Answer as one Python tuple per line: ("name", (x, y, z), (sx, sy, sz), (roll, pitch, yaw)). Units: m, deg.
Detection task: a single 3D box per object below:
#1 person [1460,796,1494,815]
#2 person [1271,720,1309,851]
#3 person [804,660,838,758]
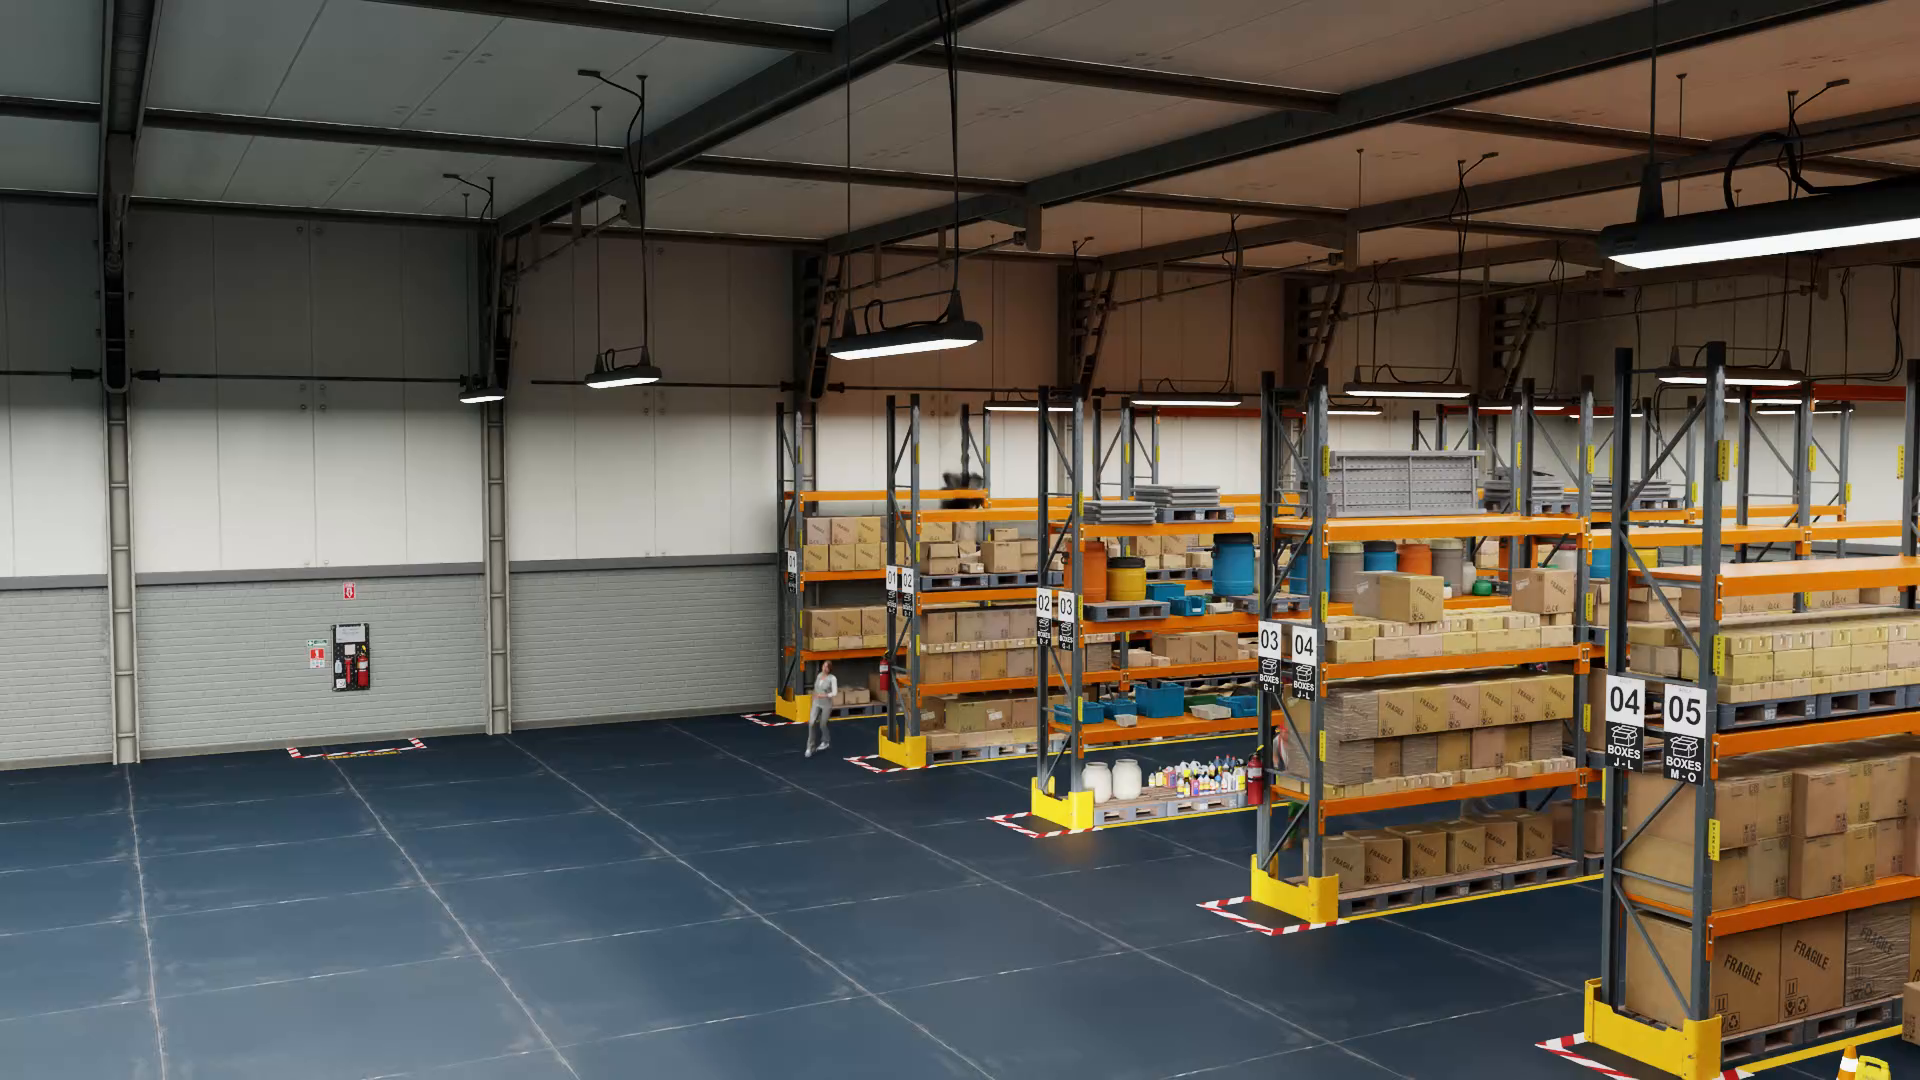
("person", (6.794, 3.050, 22.018), (0.938, 1.685, 0.575), (-2, 4, -27))
("person", (4.418, 3.125, 21.541), (0.706, 1.732, 1.048), (3, 4, 38))
("person", (-2.247, 2.804, 27.764), (0.527, 1.619, 0.665), (1, 3, 21))
